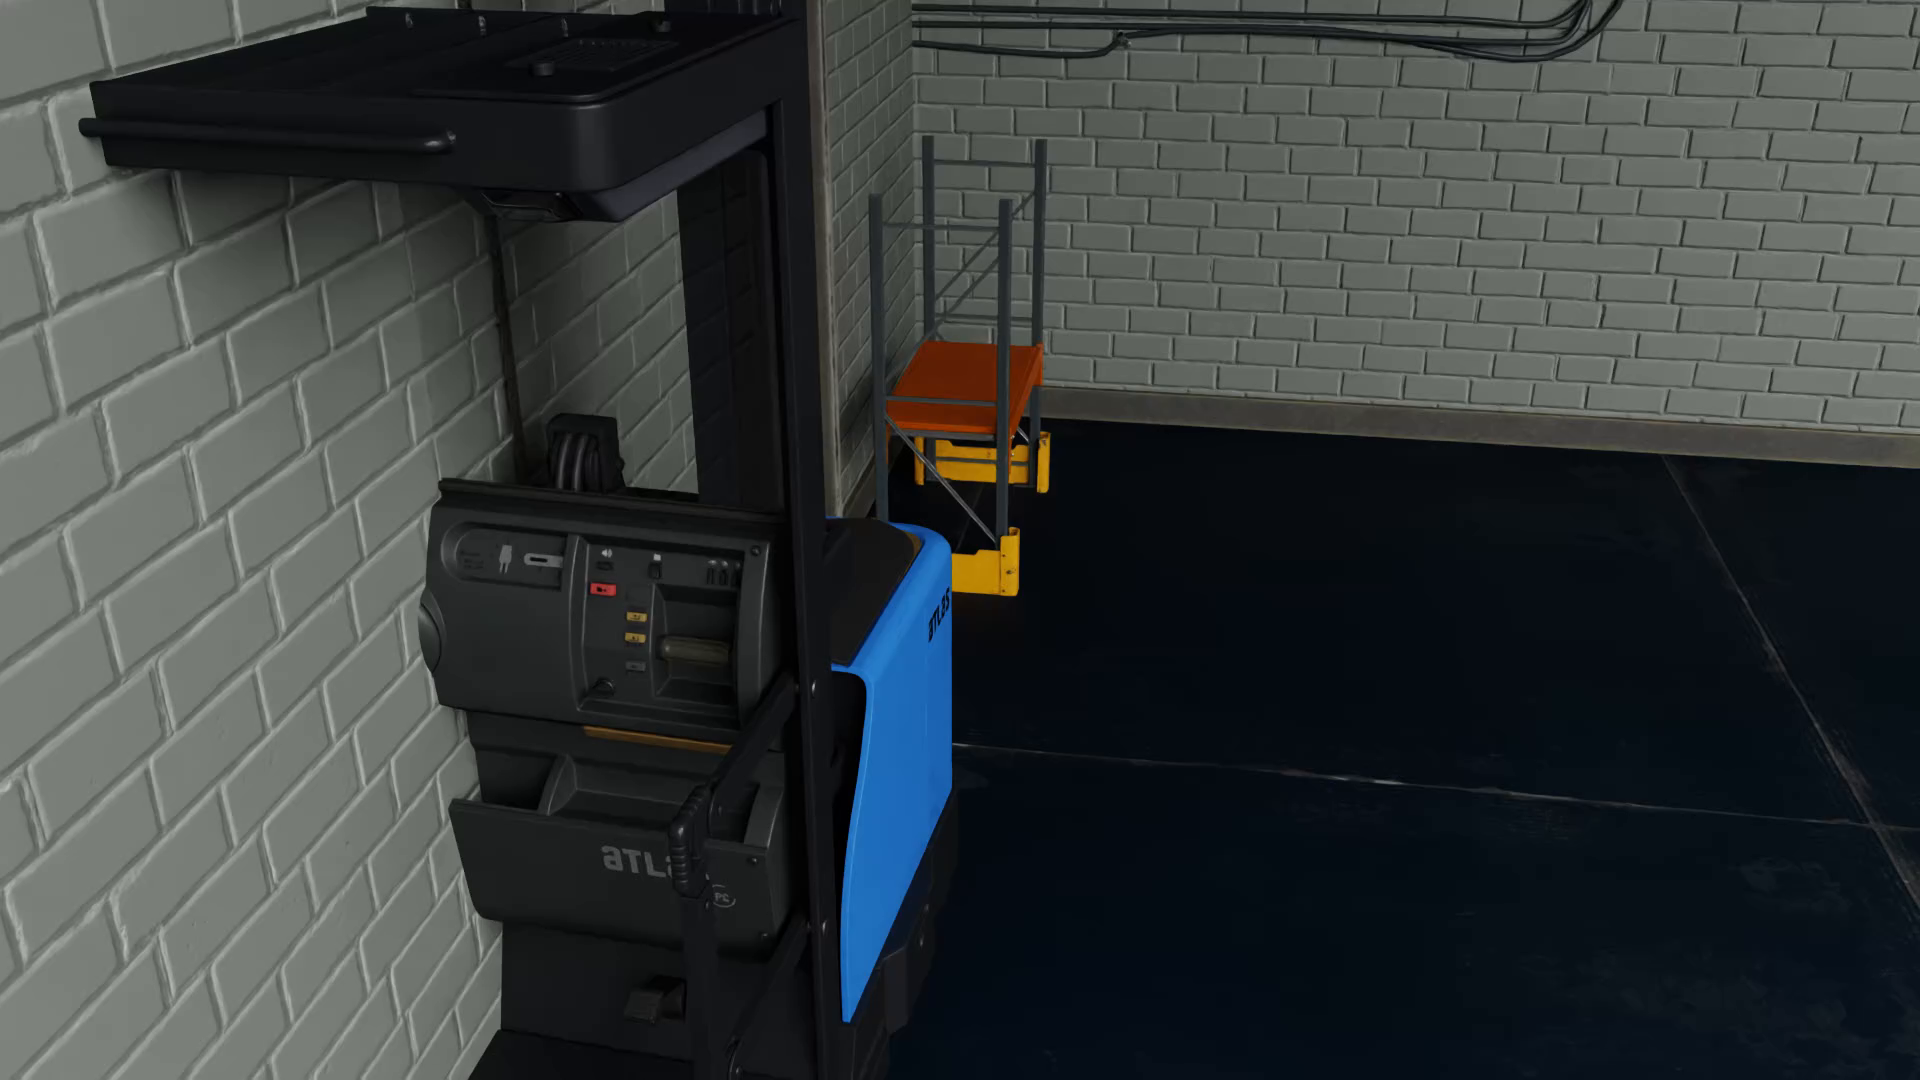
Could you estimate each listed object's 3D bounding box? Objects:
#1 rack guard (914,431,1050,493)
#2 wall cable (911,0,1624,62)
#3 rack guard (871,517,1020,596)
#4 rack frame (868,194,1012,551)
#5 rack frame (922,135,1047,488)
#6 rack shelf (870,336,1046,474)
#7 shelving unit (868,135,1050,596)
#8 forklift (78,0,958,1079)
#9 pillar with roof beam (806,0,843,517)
[{"bbox_3d":[0.094,-0.353,7.210,0.587,0.250,0.087,4,25,9],"label":"rack guard"},{"bbox_3d":[1.230,-3.190,6.613,3.097,2.526,0.112,4,25,9],"label":"wall cable"},{"bbox_3d":[-0.069,0.063,6.320,0.587,0.250,0.087,4,25,9],"label":"rack guard"},{"bbox_3d":[-0.069,-0.502,6.054,0.500,1.500,0.032,4,25,9],"label":"rack frame"},{"bbox_3d":[0.097,-0.928,6.962,0.500,1.500,0.032,4,25,9],"label":"rack frame"},{"bbox_3d":[0.014,-0.552,6.585,0.538,0.185,1.000,4,25,9],"label":"rack shelf"},{"bbox_3d":[0.012,-0.711,6.500,0.587,1.500,1.083,4,25,9],"label":"shelving unit"},{"bbox_3d":[-0.850,0.169,2.932,1.130,2.935,3.031,6,26,12],"label":"forklift"},{"bbox_3d":[3.691,-3.158,2.881,9.100,9.000,0.400,4,25,9],"label":"pillar with roof beam"}]
